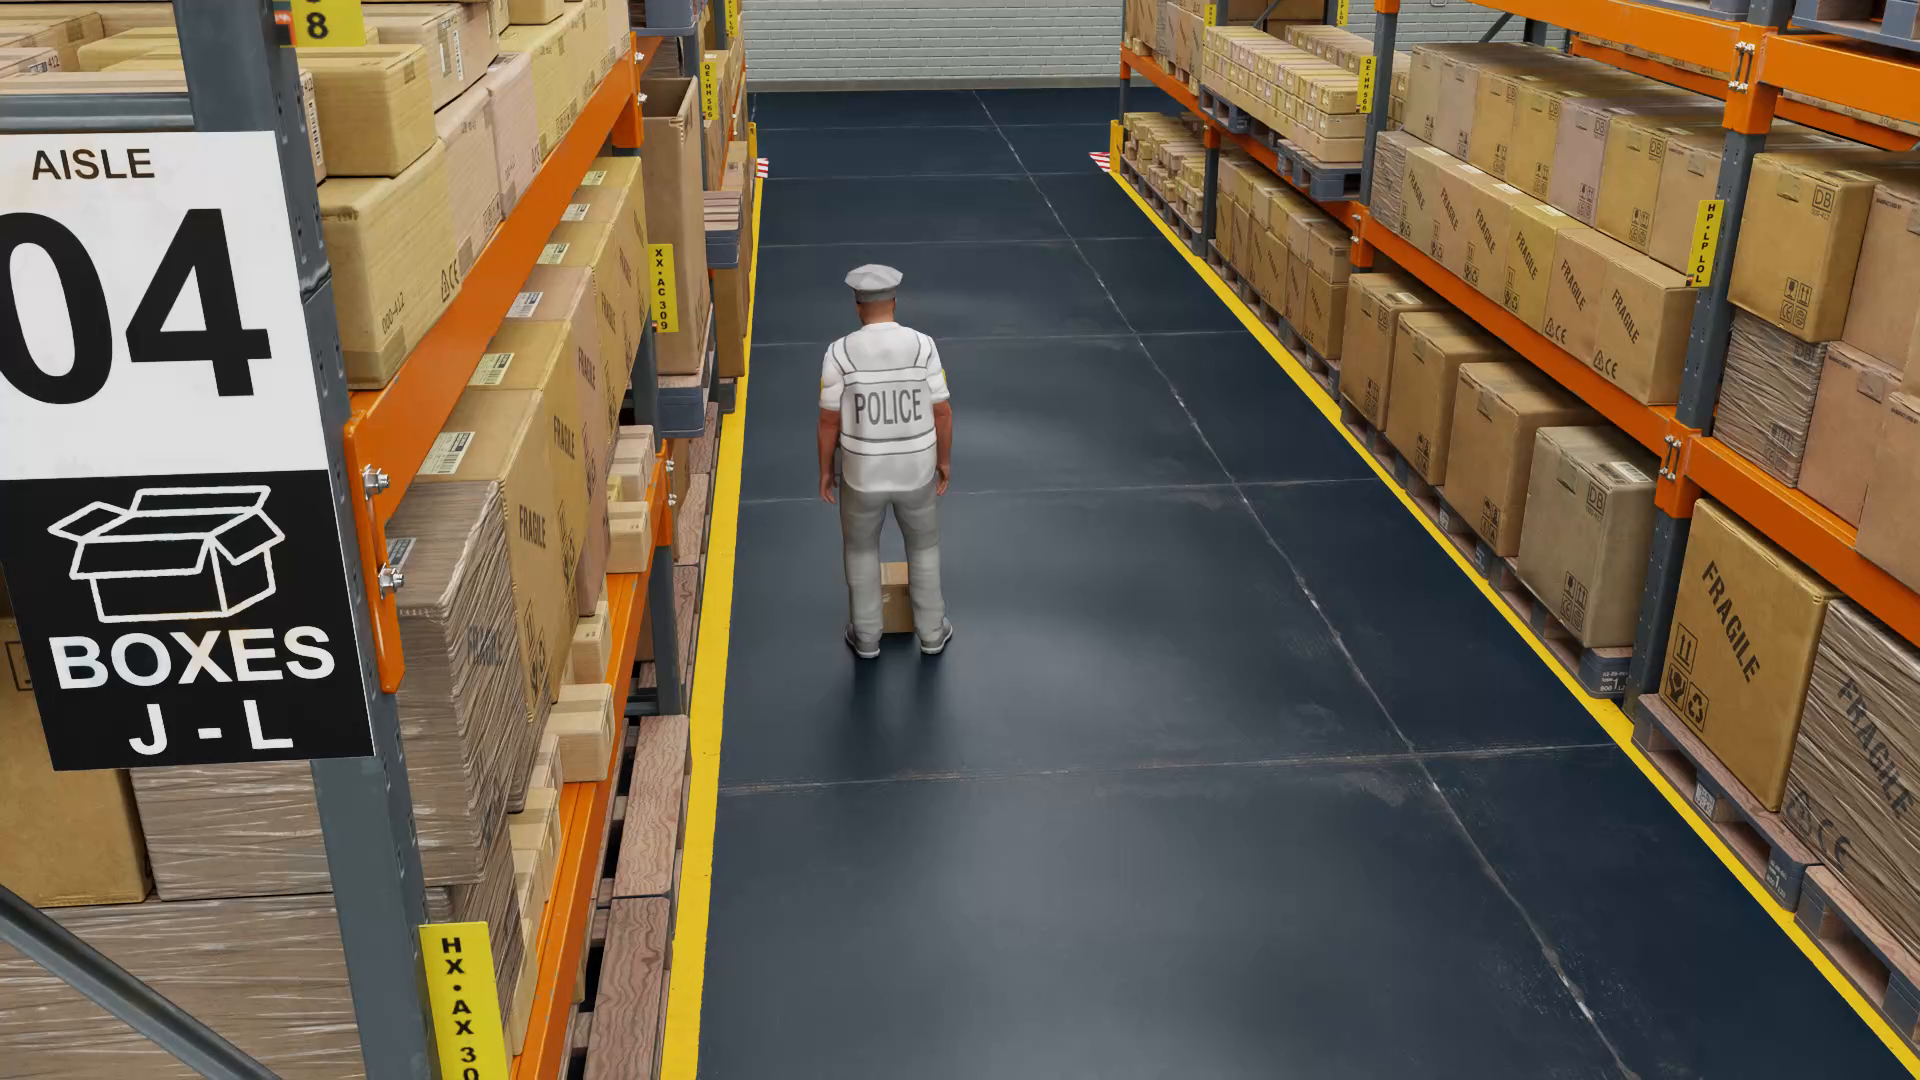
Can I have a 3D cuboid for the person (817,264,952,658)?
[{"bbox_3d":[-0.318,-0.306,7.290,0.606,1.749,0.433,-4,24,-8],"label":"person"}]
